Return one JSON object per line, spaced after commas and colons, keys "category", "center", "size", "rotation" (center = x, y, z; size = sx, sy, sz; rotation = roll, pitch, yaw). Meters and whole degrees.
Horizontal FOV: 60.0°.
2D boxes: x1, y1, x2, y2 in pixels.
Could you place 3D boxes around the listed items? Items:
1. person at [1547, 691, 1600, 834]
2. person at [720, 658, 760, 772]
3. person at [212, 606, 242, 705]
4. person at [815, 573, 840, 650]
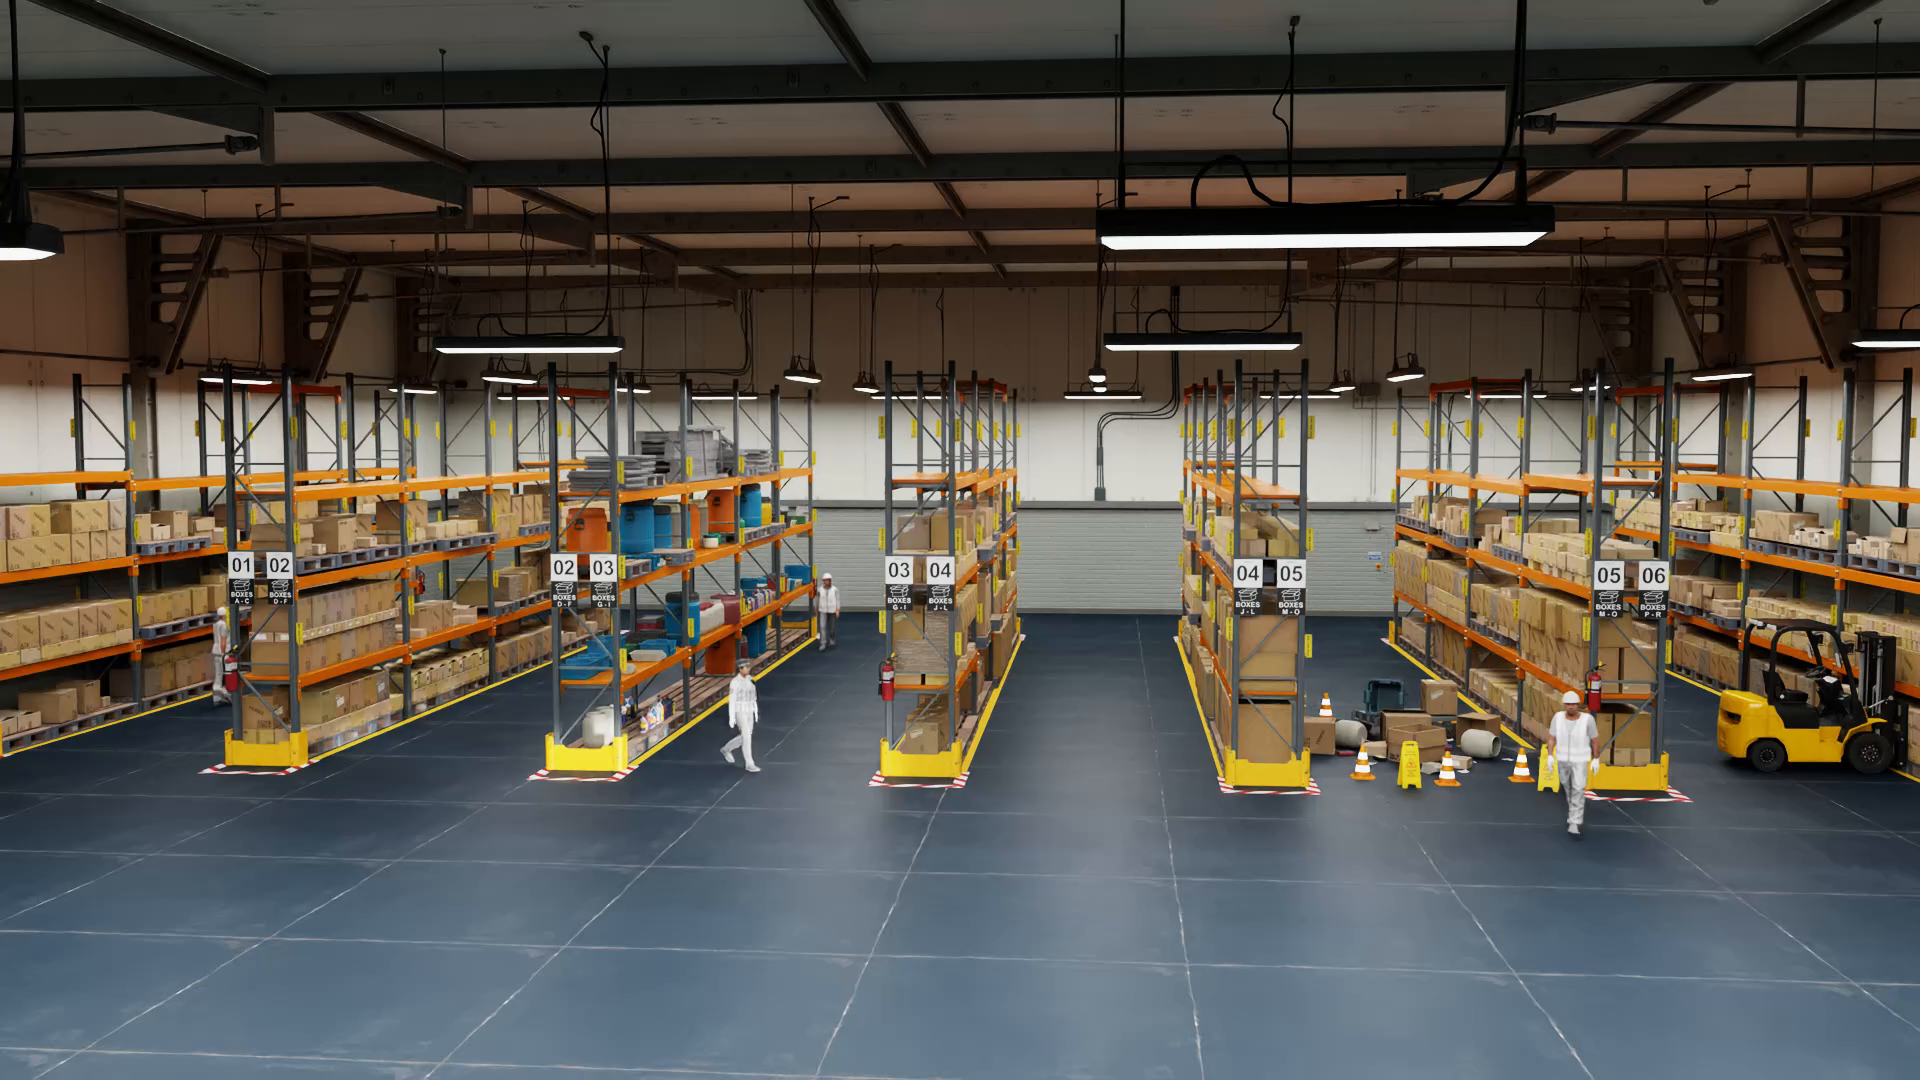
{"category": "person", "center": [7.600, 2.743, 20.699], "size": [0.577, 1.728, 1.035], "rotation": [3, 5, 39]}
{"category": "person", "center": [-3.222, 2.549, 24.584], "size": [0.859, 1.645, 0.529], "rotation": [2, 4, 32]}
{"category": "person", "center": [-13.453, 2.102, 30.354], "size": [0.540, 1.771, 0.497], "rotation": [1, 4, 21]}
{"category": "person", "center": [-3.033, 1.620, 38.099], "size": [0.587, 1.715, 1.079], "rotation": [0, 4, -3]}
